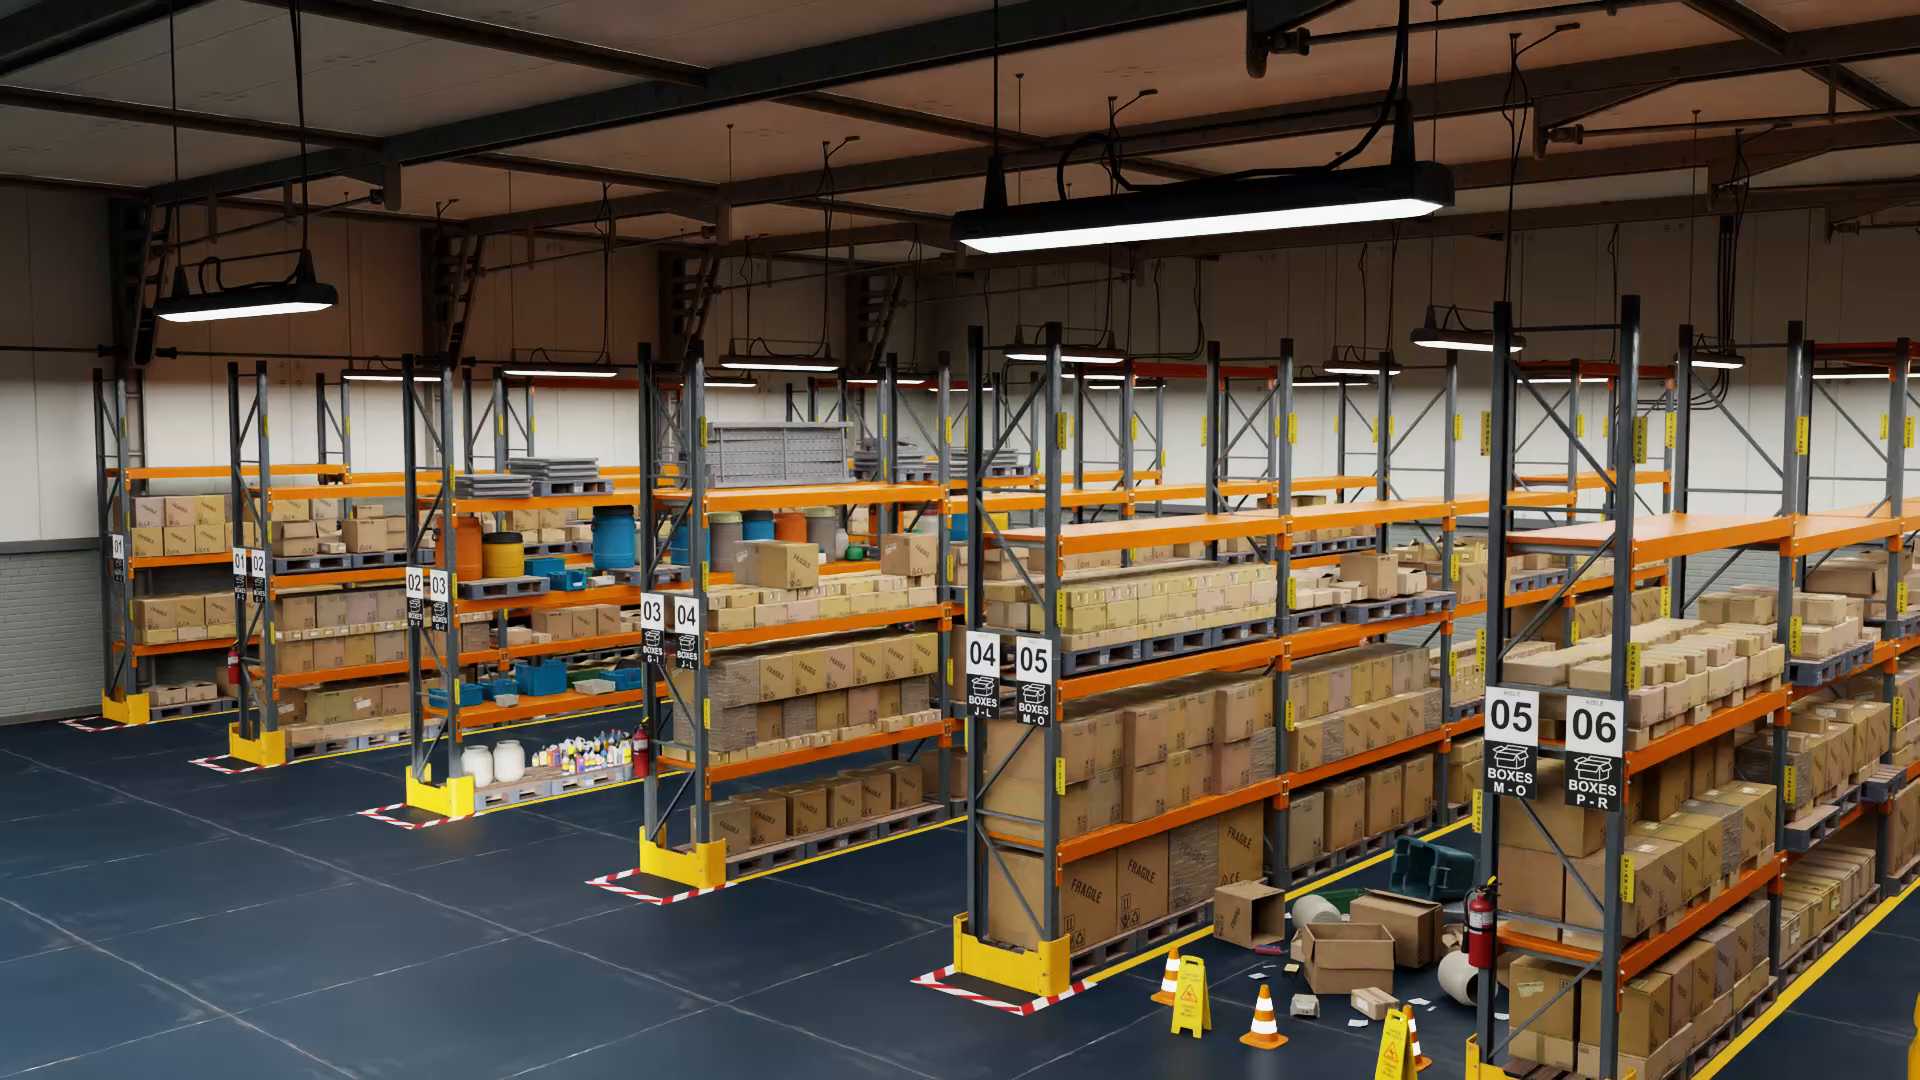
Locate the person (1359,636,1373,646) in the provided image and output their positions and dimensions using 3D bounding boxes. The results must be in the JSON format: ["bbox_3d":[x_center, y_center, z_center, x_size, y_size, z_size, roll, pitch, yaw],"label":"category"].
[{"bbox_3d":[6.711,2.296,27.477,0.446,1.553,0.911,4,6,42],"label":"person"}]
